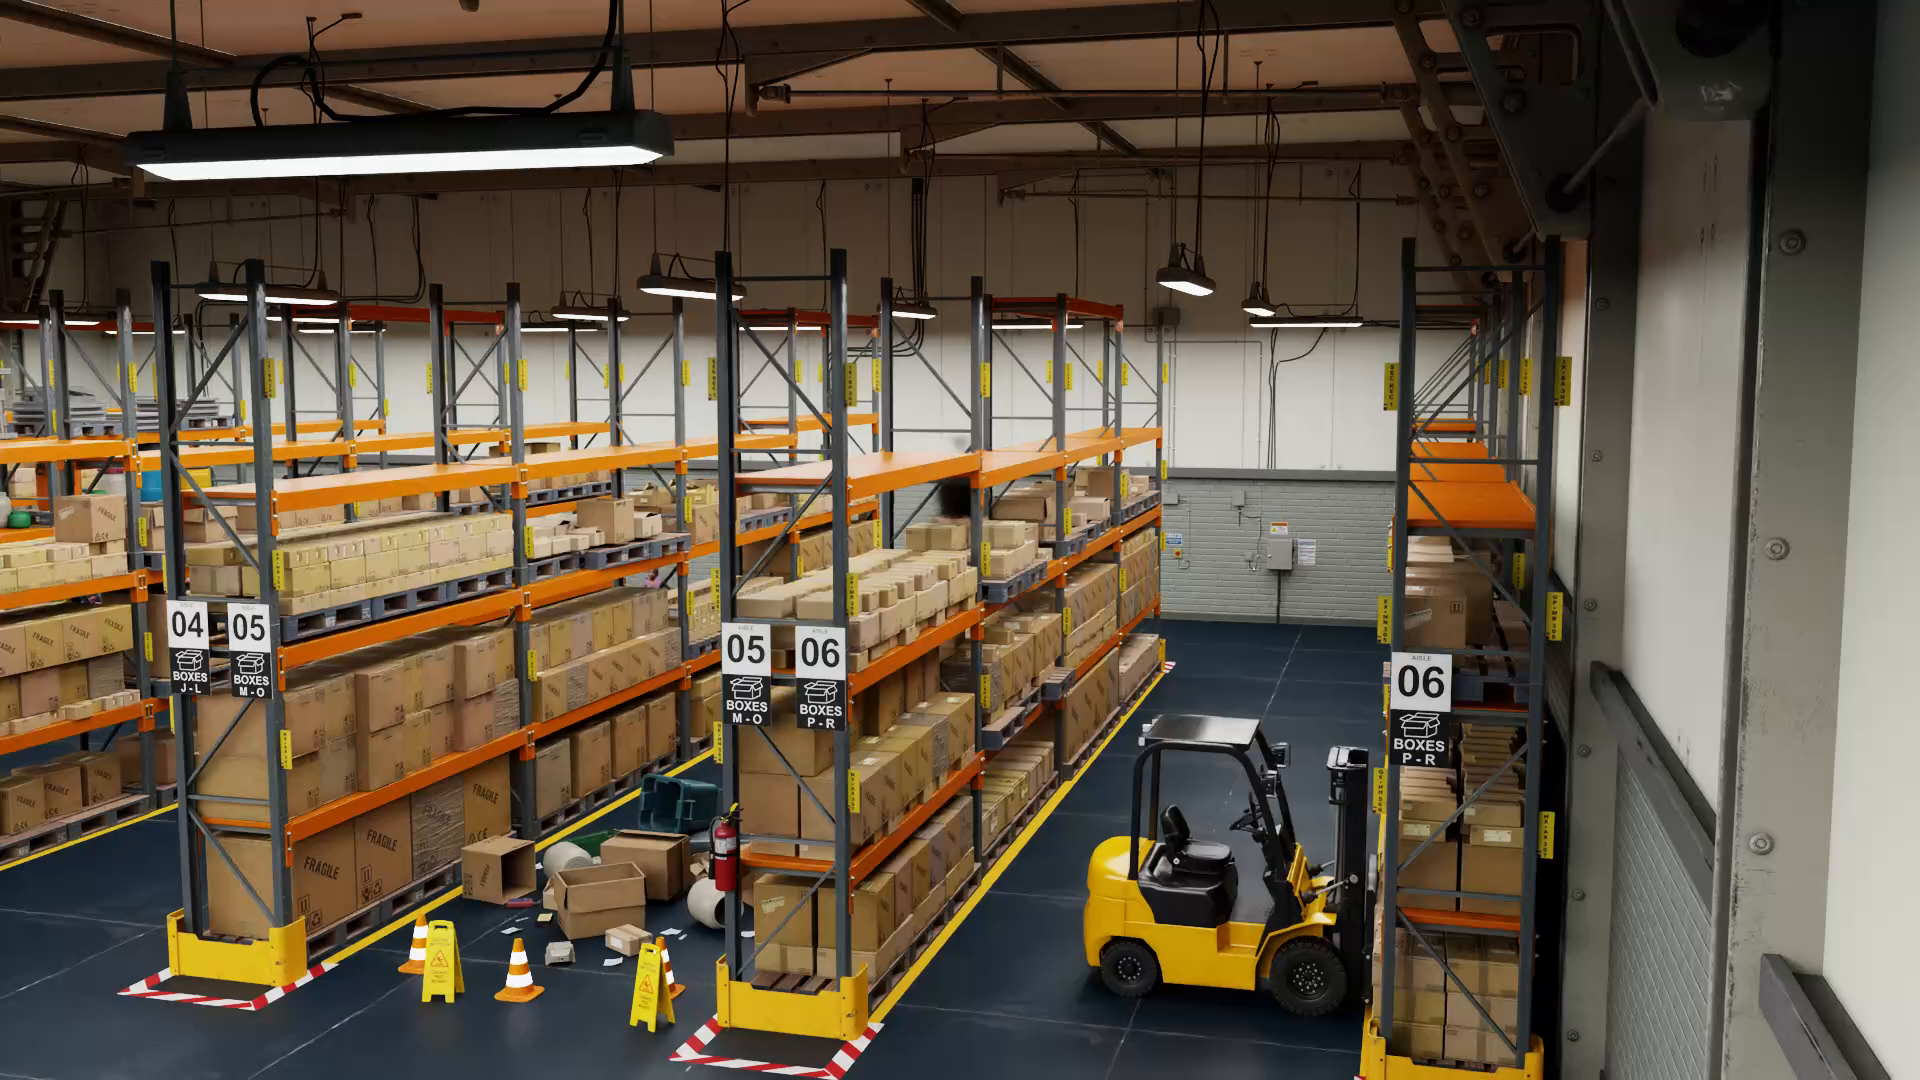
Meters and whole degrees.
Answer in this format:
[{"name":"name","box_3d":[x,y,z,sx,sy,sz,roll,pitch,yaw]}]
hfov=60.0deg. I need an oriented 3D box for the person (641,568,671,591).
[{"name":"person","box_3d":[-5.395,1.247,29.372,0.510,1.626,0.824,1,6,8]}]
